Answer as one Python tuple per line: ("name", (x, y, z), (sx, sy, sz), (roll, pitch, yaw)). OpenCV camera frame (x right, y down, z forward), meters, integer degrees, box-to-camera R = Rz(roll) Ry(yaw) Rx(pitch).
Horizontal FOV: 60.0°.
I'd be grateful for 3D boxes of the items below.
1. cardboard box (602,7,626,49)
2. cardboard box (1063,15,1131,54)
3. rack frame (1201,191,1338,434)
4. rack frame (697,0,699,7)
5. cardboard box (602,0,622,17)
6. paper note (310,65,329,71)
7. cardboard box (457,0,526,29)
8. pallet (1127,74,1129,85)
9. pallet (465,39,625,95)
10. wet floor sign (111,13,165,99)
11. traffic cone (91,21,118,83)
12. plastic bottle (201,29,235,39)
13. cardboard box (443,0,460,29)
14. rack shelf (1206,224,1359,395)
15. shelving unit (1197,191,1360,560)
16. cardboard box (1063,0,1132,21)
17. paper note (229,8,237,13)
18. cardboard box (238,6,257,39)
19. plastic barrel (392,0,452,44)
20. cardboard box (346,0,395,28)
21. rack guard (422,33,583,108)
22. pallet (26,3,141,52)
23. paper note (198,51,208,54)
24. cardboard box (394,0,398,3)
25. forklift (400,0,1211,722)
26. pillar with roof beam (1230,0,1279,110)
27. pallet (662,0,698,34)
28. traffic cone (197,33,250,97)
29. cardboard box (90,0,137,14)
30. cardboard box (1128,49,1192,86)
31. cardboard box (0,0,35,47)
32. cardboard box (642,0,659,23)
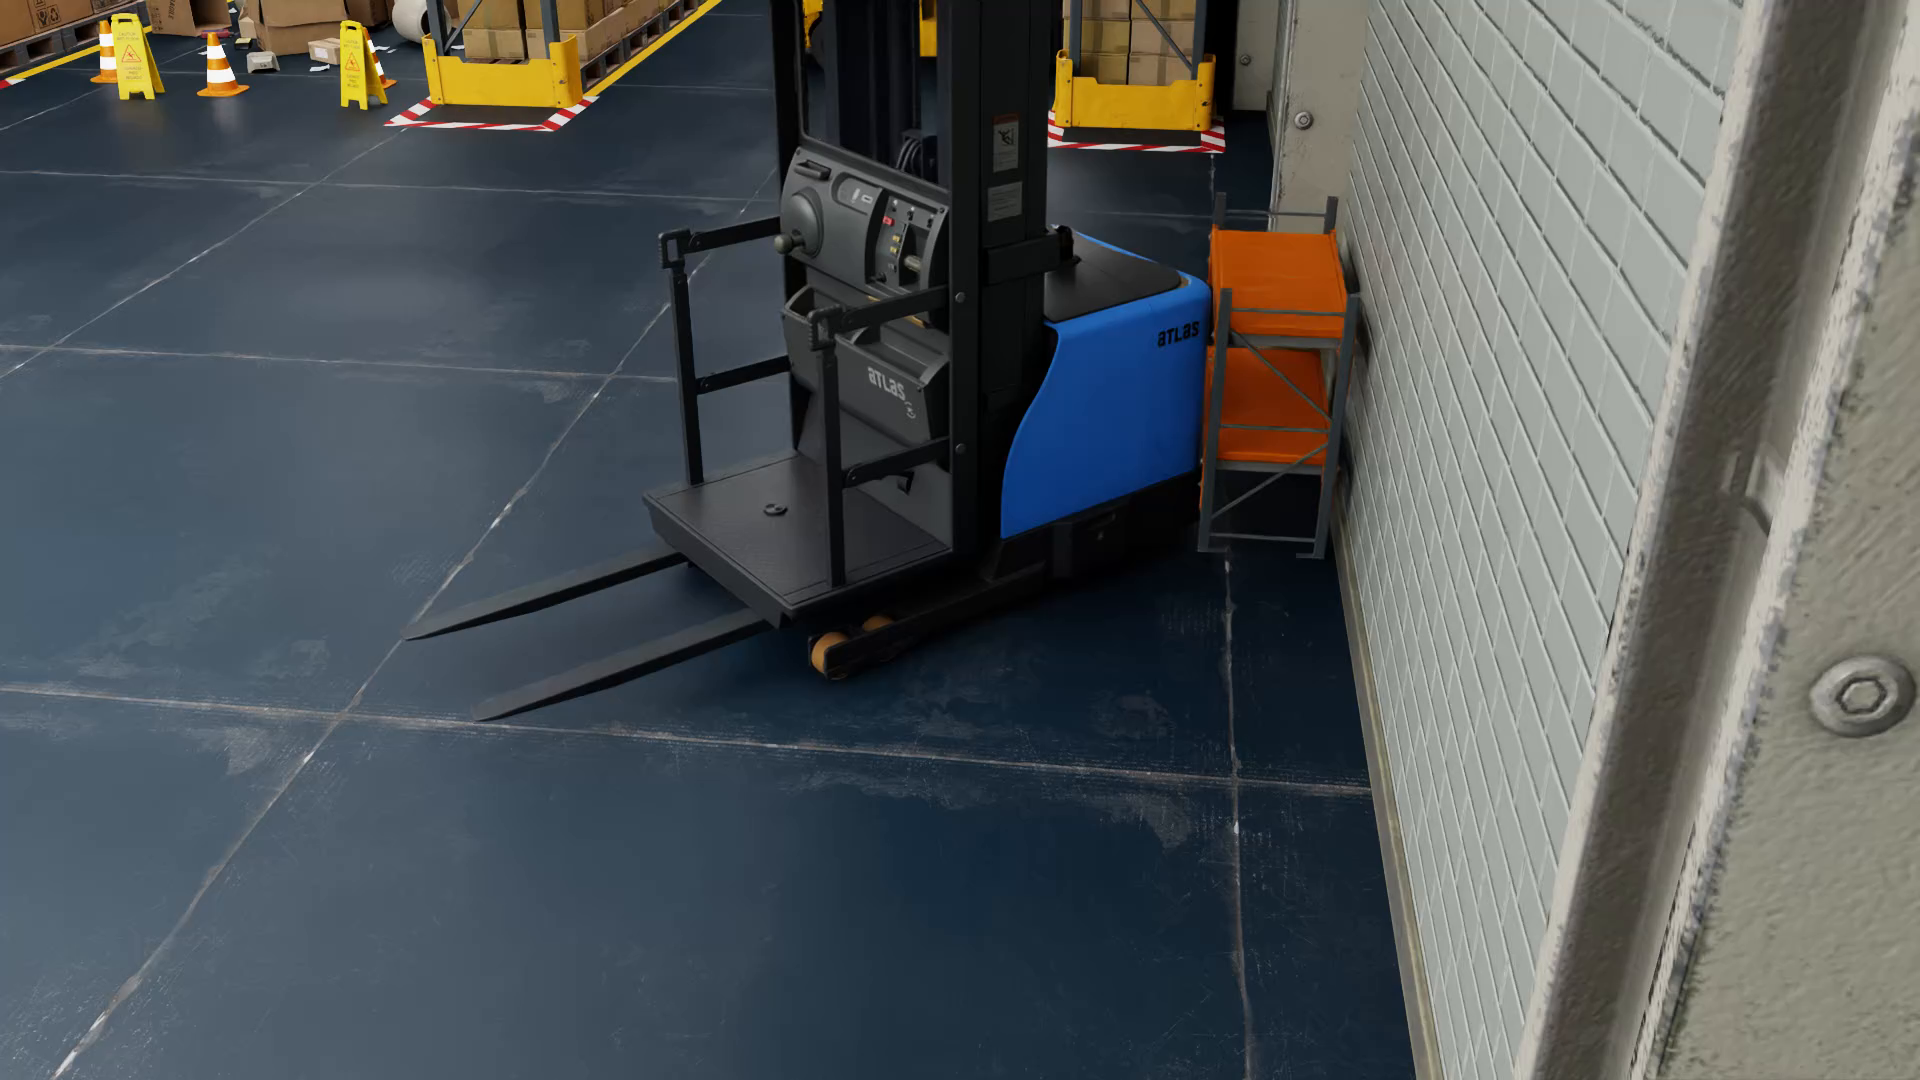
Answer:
("cardboard box", (-3.169, -4.361, 14.138), (0.500, 0.250, 0.500), (4, 29, 8))
("cardboard box", (1.064, -3.938, 12.826), (0.500, 0.250, 0.500), (3, 28, 6))
("rack frame", (1.316, -0.953, 7.201), (0.500, 1.125, 0.032), (4, 32, 6))
("rack frame", (-3.122, -6.666, 15.961), (1.000, 3.000, 0.127), (3, 28, 6))
("cardboard box", (-3.177, -4.709, 13.993), (0.500, 0.500, 0.500), (2, 28, 4))
("paper note", (-5.472, -4.037, 14.210), (0.148, 0.019, 0.142), (-6, 29, -11))
("cardboard box", (-3.773, -4.480, 13.568), (0.500, 0.500, 0.500), (4, 29, 7))
("pallet", (1.366, -3.631, 13.268), (1.003, 0.211, 1.213), (3, 28, 6))
("pallet", (-3.469, -3.972, 13.899), (1.003, 0.211, 1.213), (3, 28, 6))
("wet floor sign", (-6.576, -3.858, 13.231), (0.267, 0.644, 0.232), (-1, 28, -3))
("traffic cone", (-7.063, -4.074, 13.824), (0.336, 0.463, 0.334), (3, 28, 6))
("plastic bottle", (-6.856, -4.682, 15.377), (0.283, 0.061, 0.133), (-6, 29, -11))
("cardboard box", (-4.604, -5.141, 15.763), (0.500, 0.500, 0.500), (-24, 36, -37))
("rack shelf", (1.258, -0.937, 6.617), (0.538, 0.278, 1.000), (4, 32, 6))
("shelving unit", (1.258, -0.688, 6.771), (0.538, 1.125, 1.048), (4, 32, 6))
("cardboard box", (1.061, -4.146, 12.685), (0.500, 0.250, 0.500), (4, 29, 8))
("paper note", (-7.231, -5.230, 16.425), (0.147, 0.020, 0.142), (-17, 33, -29))
("cardboard box", (-6.430, -4.786, 15.354), (0.396, 0.266, 0.258), (8, 29, 15))
("plastic barrel", (-4.862, -4.709, 15.045), (0.421, 0.421, 0.512), (-24, 36, -37))
("cardboard box", (-5.804, -5.158, 15.651), (0.797, 0.637, 0.503), (3, 28, 6))
("rack guard", (-3.603, -3.718, 13.125), (1.175, 0.500, 0.348), (3, 28, 6))
("pallet", (-8.365, -4.749, 15.343), (1.003, 0.211, 1.213), (3, 28, 6))
("paper note", (-6.666, -4.335, 14.766), (0.144, 0.017, 0.142), (14, 31, 24))
("cardboard box", (-5.352, -5.204, 16.129), (0.258, 0.266, 0.396), (-17, 33, -29))
("forklift", (-0.511, -1.083, 5.670), (3.031, 2.935, 1.130), (-20, 34, -32))
("pillar with roof beam", (-1.979, -7.663, 11.486), (9.100, 9.000, 0.400), (3, 28, 6))
("pallet", (-3.170, -5.120, 16.031), (1.003, 0.211, 1.213), (3, 28, 6))
("traffic cone", (-5.984, -3.848, 13.405), (0.336, 0.463, 0.334), (3, 28, 6))
("cardboard box", (-8.301, -5.439, 15.481), (0.875, 0.875, 0.875), (4, 29, 7))
("cardboard box", (1.568, -3.691, 12.894), (0.500, 0.250, 0.500), (3, 29, 6))
("cardboard box", (-8.520, -4.596, 13.915), (0.875, 0.875, 0.875), (4, 29, 6))
("cardboard box", (-3.050, -4.856, 15.057), (0.500, 0.250, 0.500), (4, 29, 7))
